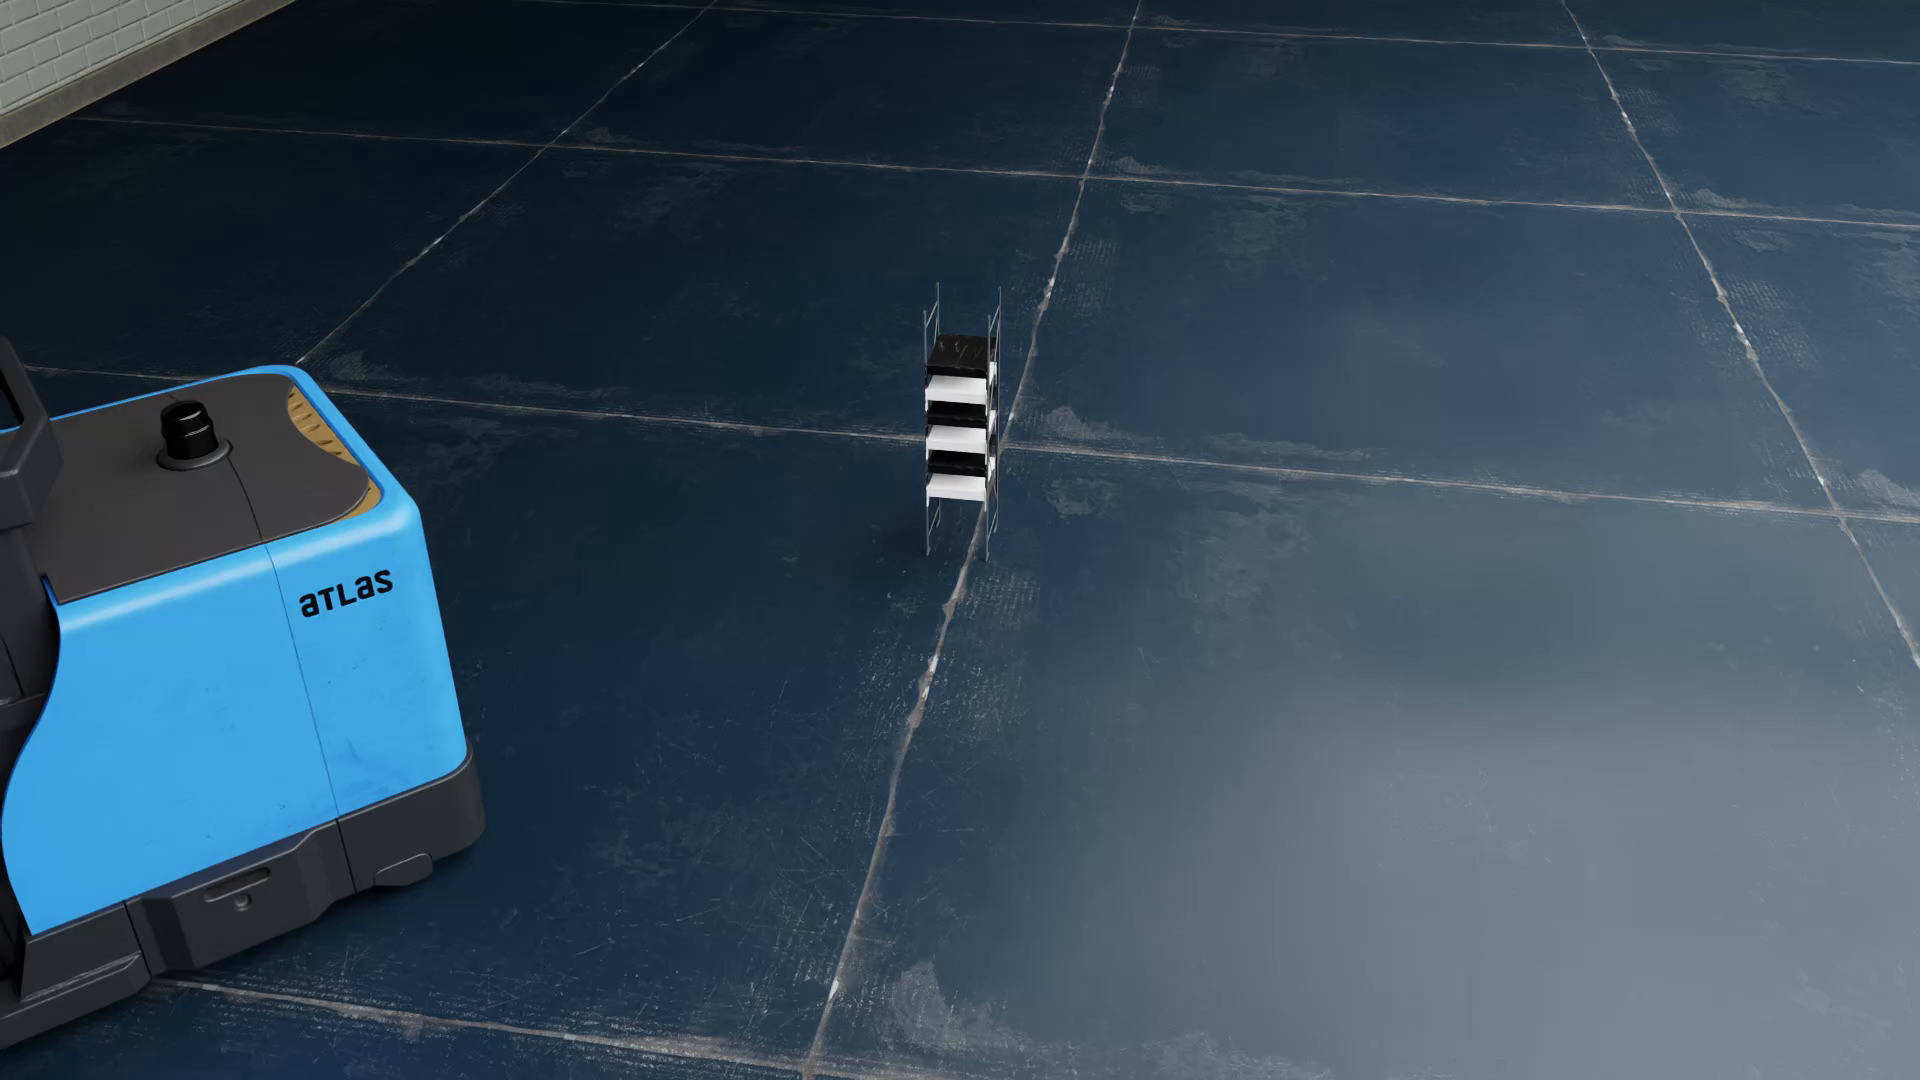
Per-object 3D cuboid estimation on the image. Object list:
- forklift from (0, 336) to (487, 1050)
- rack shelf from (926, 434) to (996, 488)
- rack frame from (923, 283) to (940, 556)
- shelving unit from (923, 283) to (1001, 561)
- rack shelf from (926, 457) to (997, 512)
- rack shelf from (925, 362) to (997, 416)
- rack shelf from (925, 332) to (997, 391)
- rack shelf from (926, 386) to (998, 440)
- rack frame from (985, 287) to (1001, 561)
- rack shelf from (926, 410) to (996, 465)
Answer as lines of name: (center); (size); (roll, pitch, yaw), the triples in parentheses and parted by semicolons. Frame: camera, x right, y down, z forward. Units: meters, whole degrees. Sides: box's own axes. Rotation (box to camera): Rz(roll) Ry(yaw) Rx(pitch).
forklift: (-2.753, -0.171, 3.261); (3.031, 2.935, 1.130); (-20, 37, -29)
rack shelf: (0.008, -0.276, 5.576); (0.200, 0.077, 0.258); (5, 32, 8)
rack frame: (-0.092, -0.390, 5.525); (0.006, 0.900, 0.240); (5, 32, 8)
shelving unit: (0.008, -0.381, 5.510); (0.210, 0.900, 0.258); (5, 32, 8)
rack shelf: (0.008, -0.200, 5.623); (0.200, 0.077, 0.258); (5, 32, 8)
rack shelf: (0.008, -0.505, 5.432); (0.200, 0.077, 0.258); (5, 32, 8)
rack shelf: (0.008, -0.581, 5.384); (0.200, 0.077, 0.258); (5, 32, 8)
rack shelf: (0.008, -0.429, 5.480); (0.200, 0.077, 0.258); (5, 32, 8)
rack frame: (0.108, -0.372, 5.496); (0.006, 0.900, 0.240); (5, 32, 8)
rack shelf: (0.008, -0.352, 5.528); (0.200, 0.077, 0.258); (5, 32, 8)
